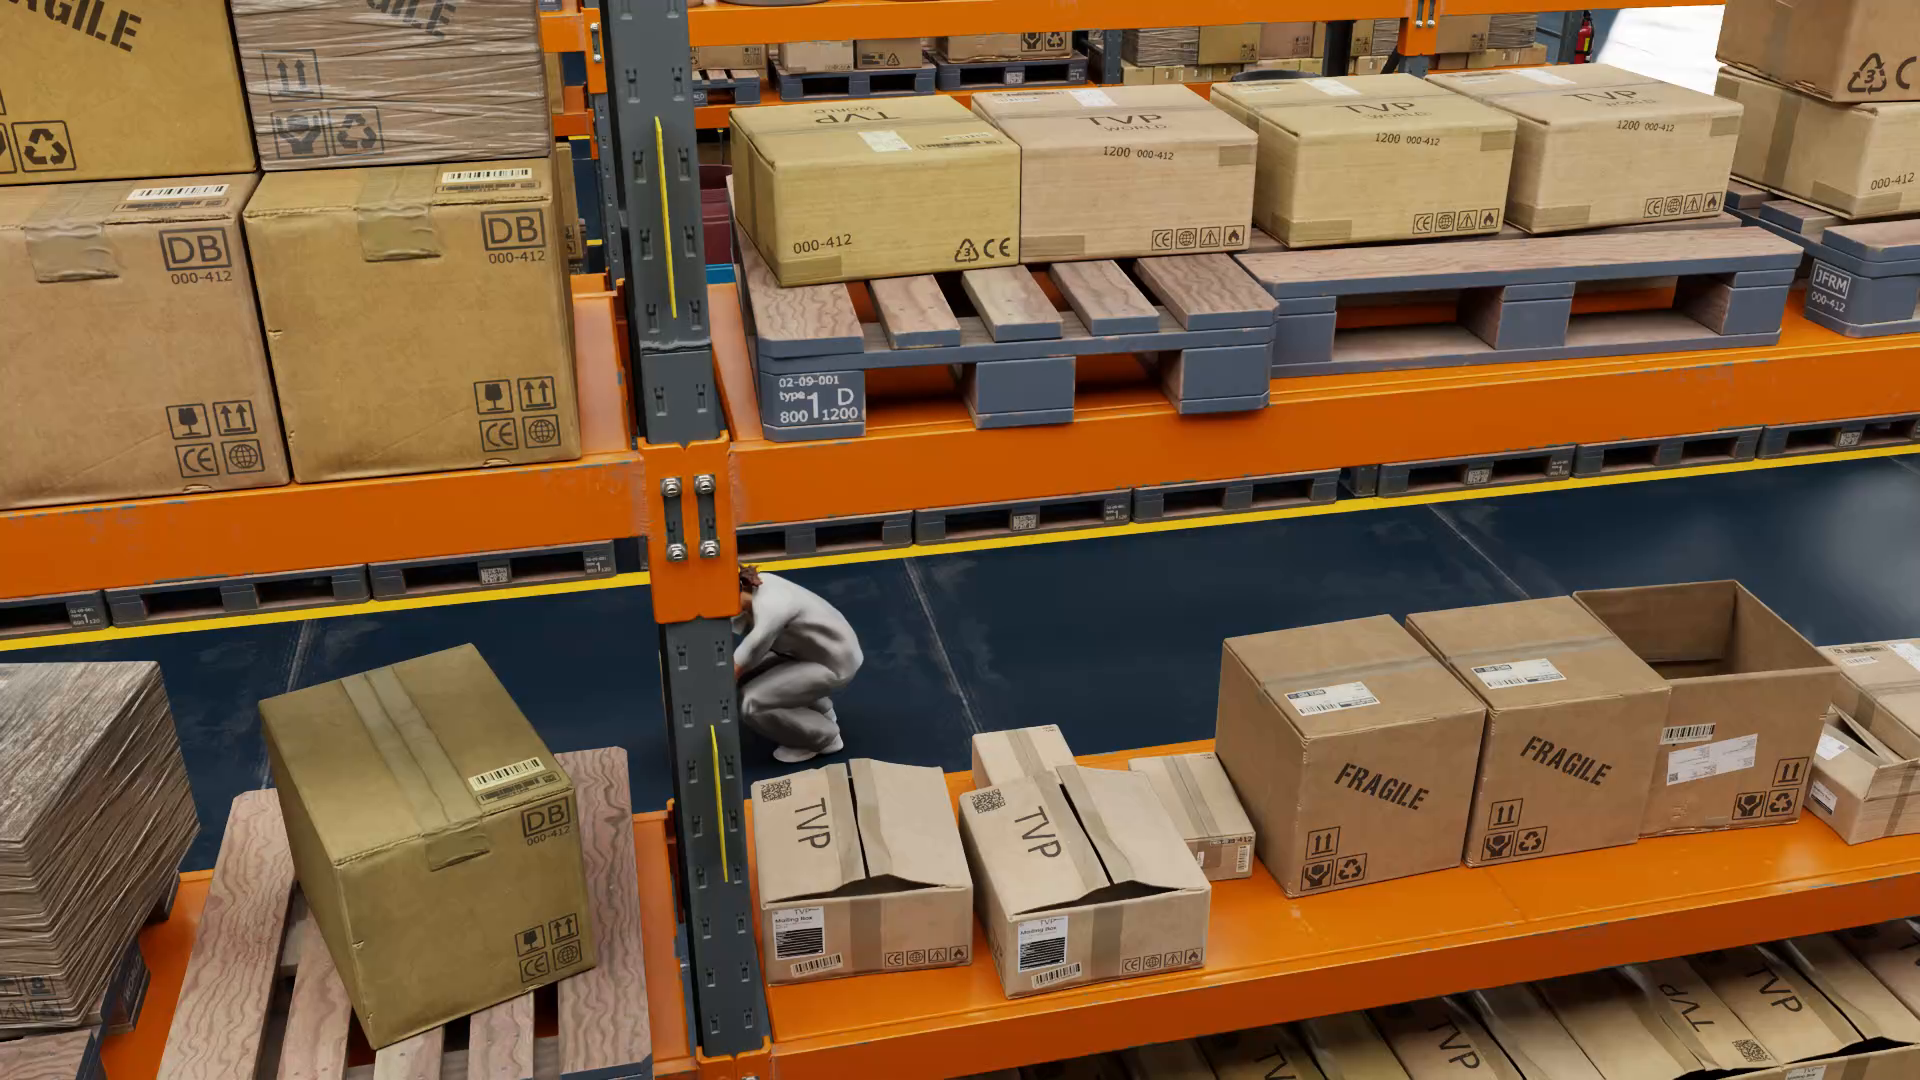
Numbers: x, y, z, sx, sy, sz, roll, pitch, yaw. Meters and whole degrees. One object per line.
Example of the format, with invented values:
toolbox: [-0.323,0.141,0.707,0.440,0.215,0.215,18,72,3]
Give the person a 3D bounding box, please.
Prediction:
person: [-0.815,0.468,7.007,0.811,0.950,0.468,-6,28,-12]
